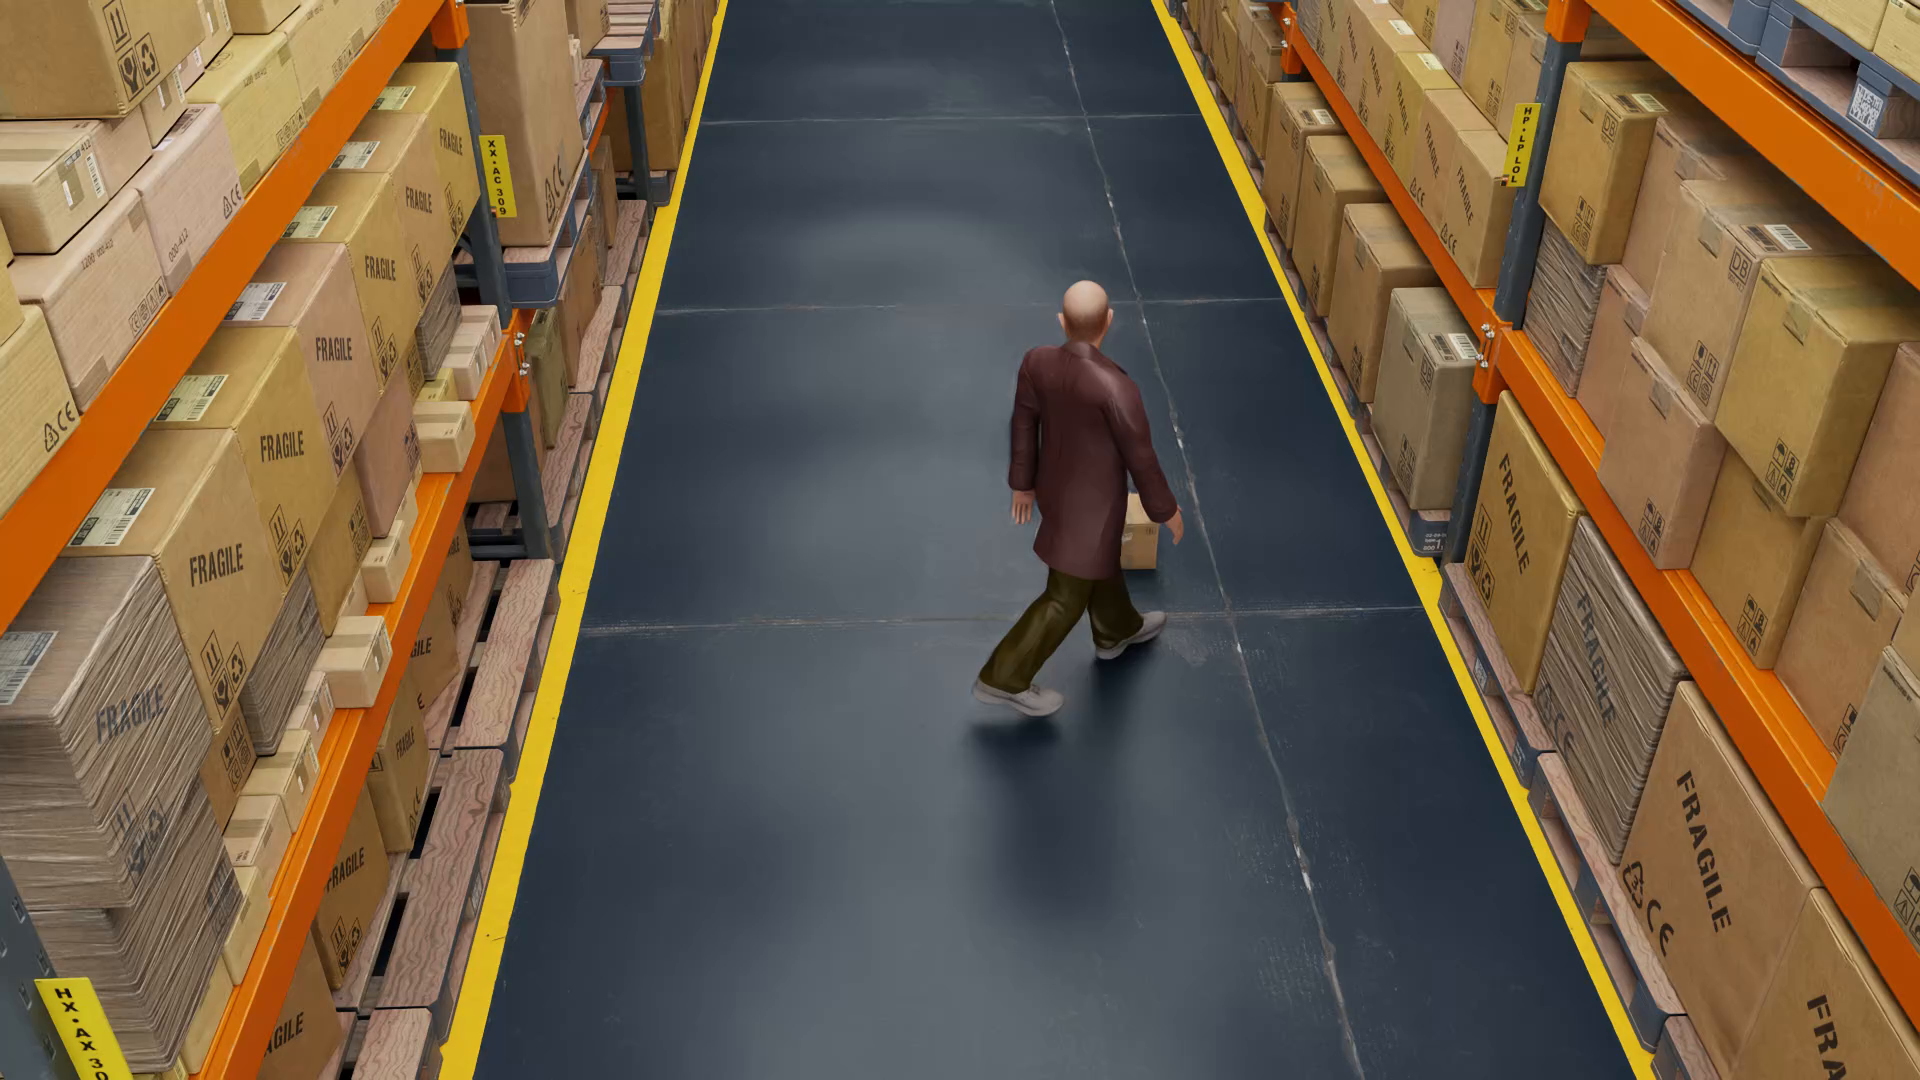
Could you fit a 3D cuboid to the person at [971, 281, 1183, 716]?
[{"bbox_3d":[0.493,-0.147,6.378,1.006,1.738,0.621,-18,39,-24],"label":"person"}]
